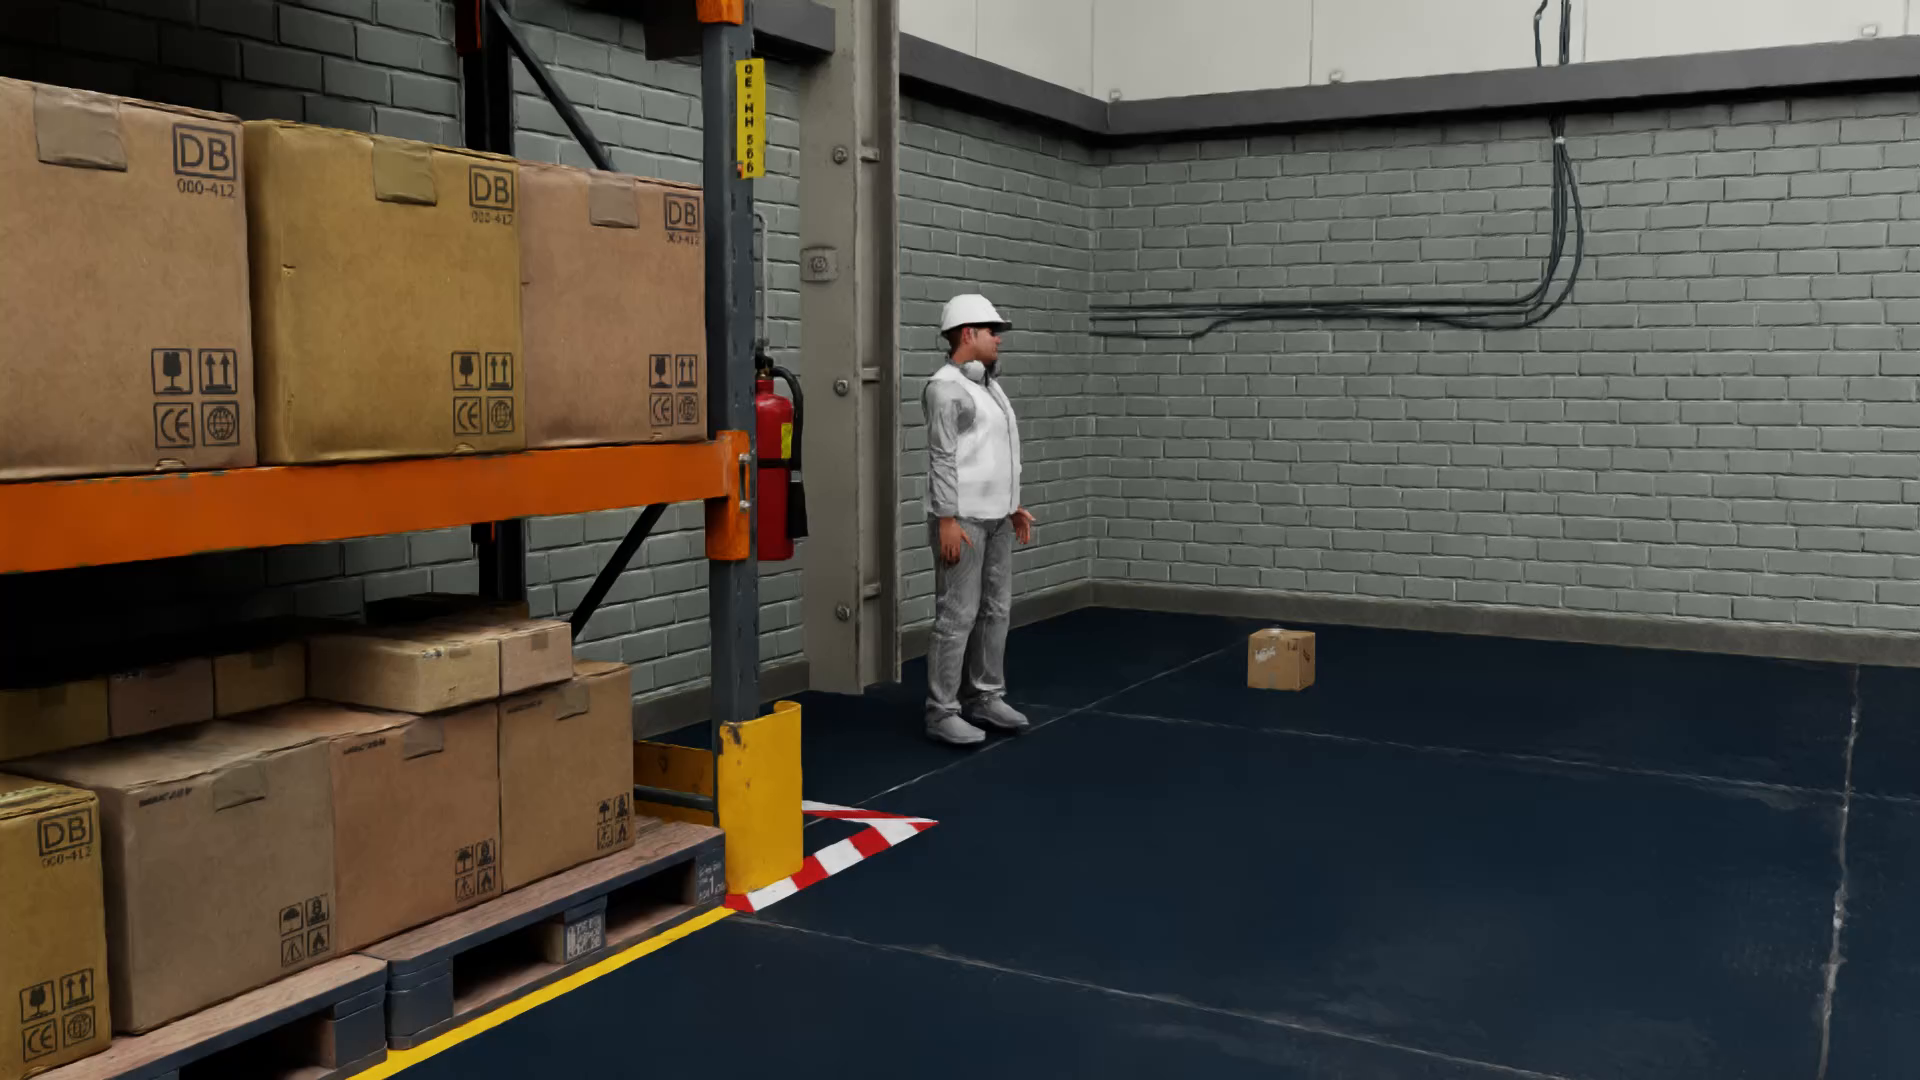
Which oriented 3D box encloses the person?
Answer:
[{"bbox_3d":[0.059,-0.099,6.726,0.393,1.781,0.571,3,6,25],"label":"person"}]
